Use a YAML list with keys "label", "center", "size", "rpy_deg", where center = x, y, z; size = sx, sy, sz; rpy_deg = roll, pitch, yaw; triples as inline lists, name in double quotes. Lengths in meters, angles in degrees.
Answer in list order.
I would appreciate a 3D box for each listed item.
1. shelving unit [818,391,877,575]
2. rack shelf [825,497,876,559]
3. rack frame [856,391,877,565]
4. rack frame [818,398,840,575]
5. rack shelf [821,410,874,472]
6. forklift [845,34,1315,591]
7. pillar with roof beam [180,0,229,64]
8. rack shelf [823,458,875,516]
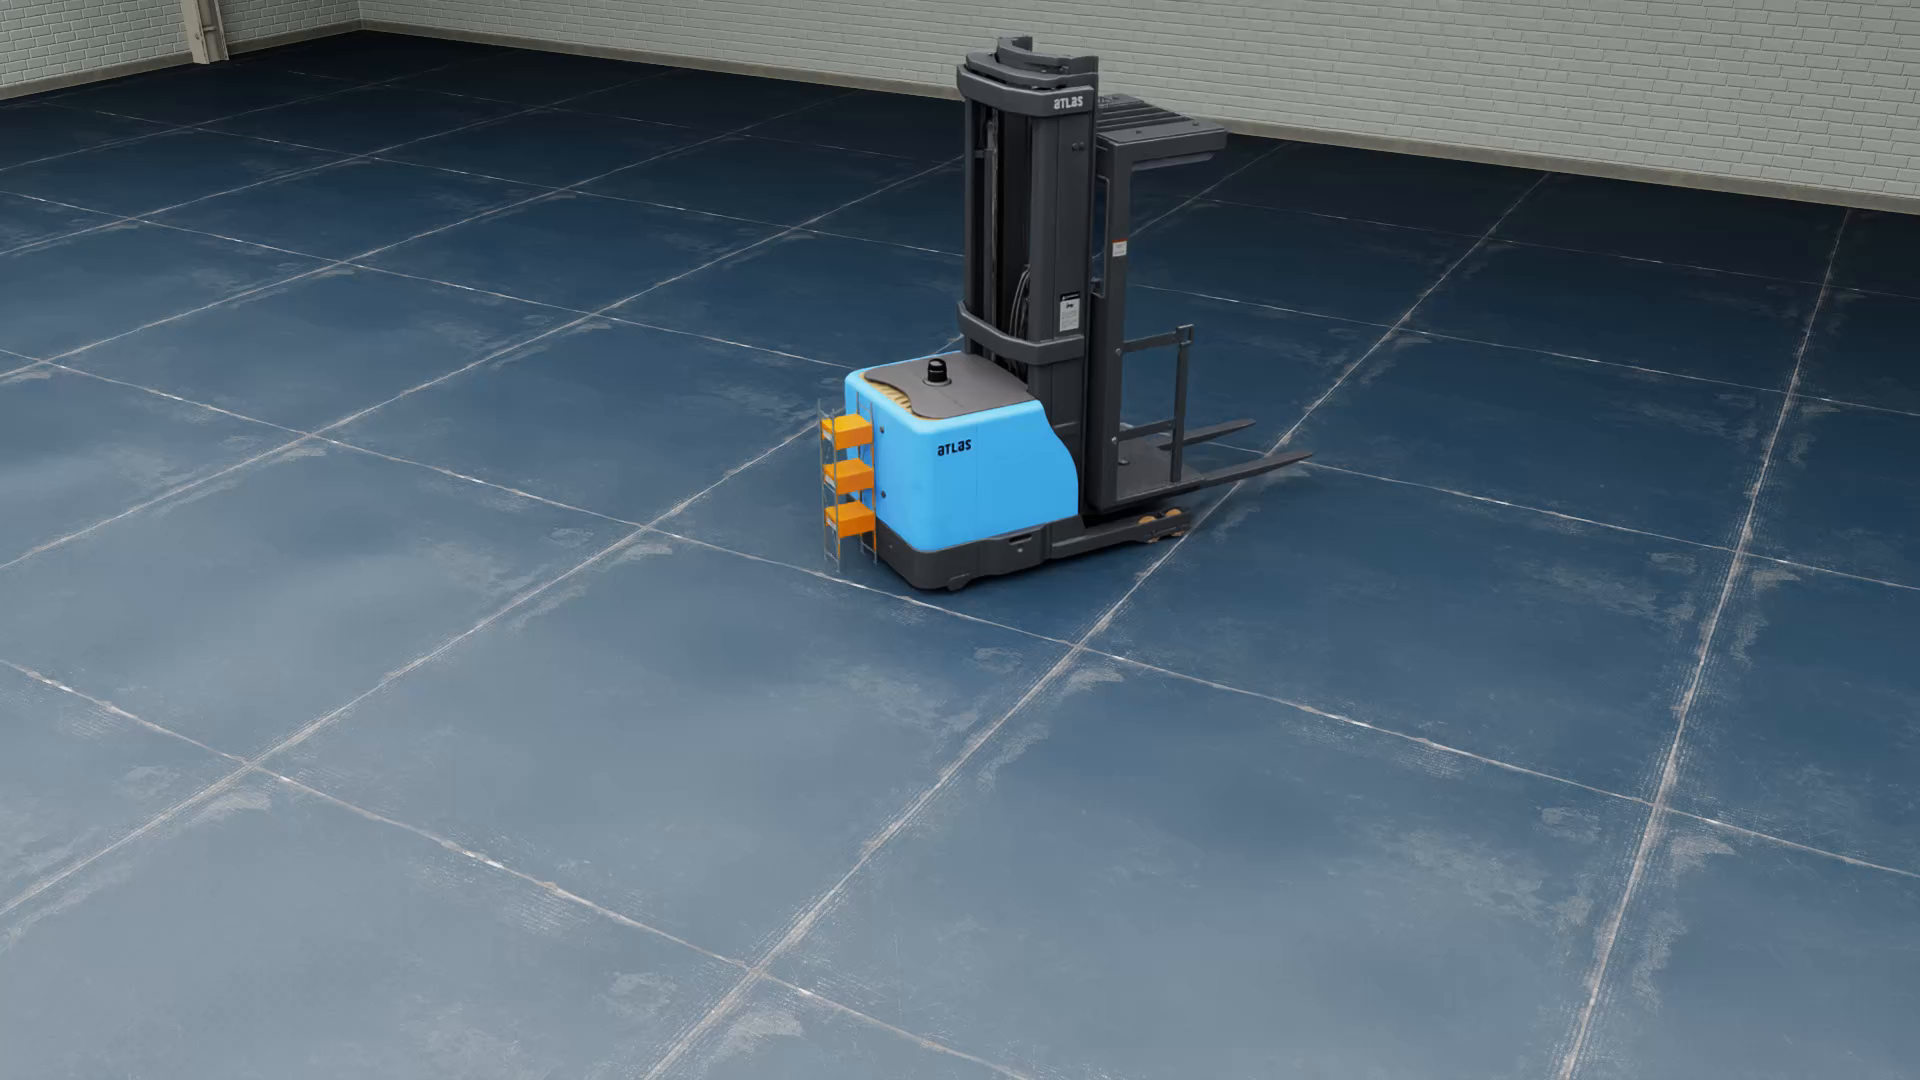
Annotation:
- label: "shelving unit"
  center: [-0.655, -0.330, 9.737]
  size: [0.252, 1.050, 0.215]
  rpy_deg: [-14, 30, -26]
- label: "rack shelf"
  center: [-0.655, -0.072, 9.867]
  size: [0.240, 0.259, 0.215]
  rpy_deg: [-14, 30, -26]
- label: "rack frame"
  center: [-0.549, -0.357, 9.791]
  size: [0.008, 1.050, 0.200]
  rpy_deg: [-14, 30, -26]
- label: "rack frame"
  center: [-0.762, -0.304, 9.684]
  size: [0.008, 1.050, 0.200]
  rpy_deg: [-14, 30, -26]
- label: "rack shelf"
  center: [-0.655, -0.575, 9.615]
  size: [0.240, 0.259, 0.215]
  rpy_deg: [-14, 30, -26]
- label: "forklift"
  center: [0.843, -1.481, 9.934]
  size: [3.031, 2.935, 1.130]
  rpy_deg: [-14, 30, -26]
- label: "pillar with roof beam"
  center: [-7.132, -10.036, 20.246]
  size: [9.100, 9.000, 0.400]
  rpy_deg: [14, 30, 26]
- label: "rack shelf"
  center: [-0.655, -0.321, 9.742]
  size: [0.240, 0.259, 0.215]
  rpy_deg: [-14, 30, -26]
